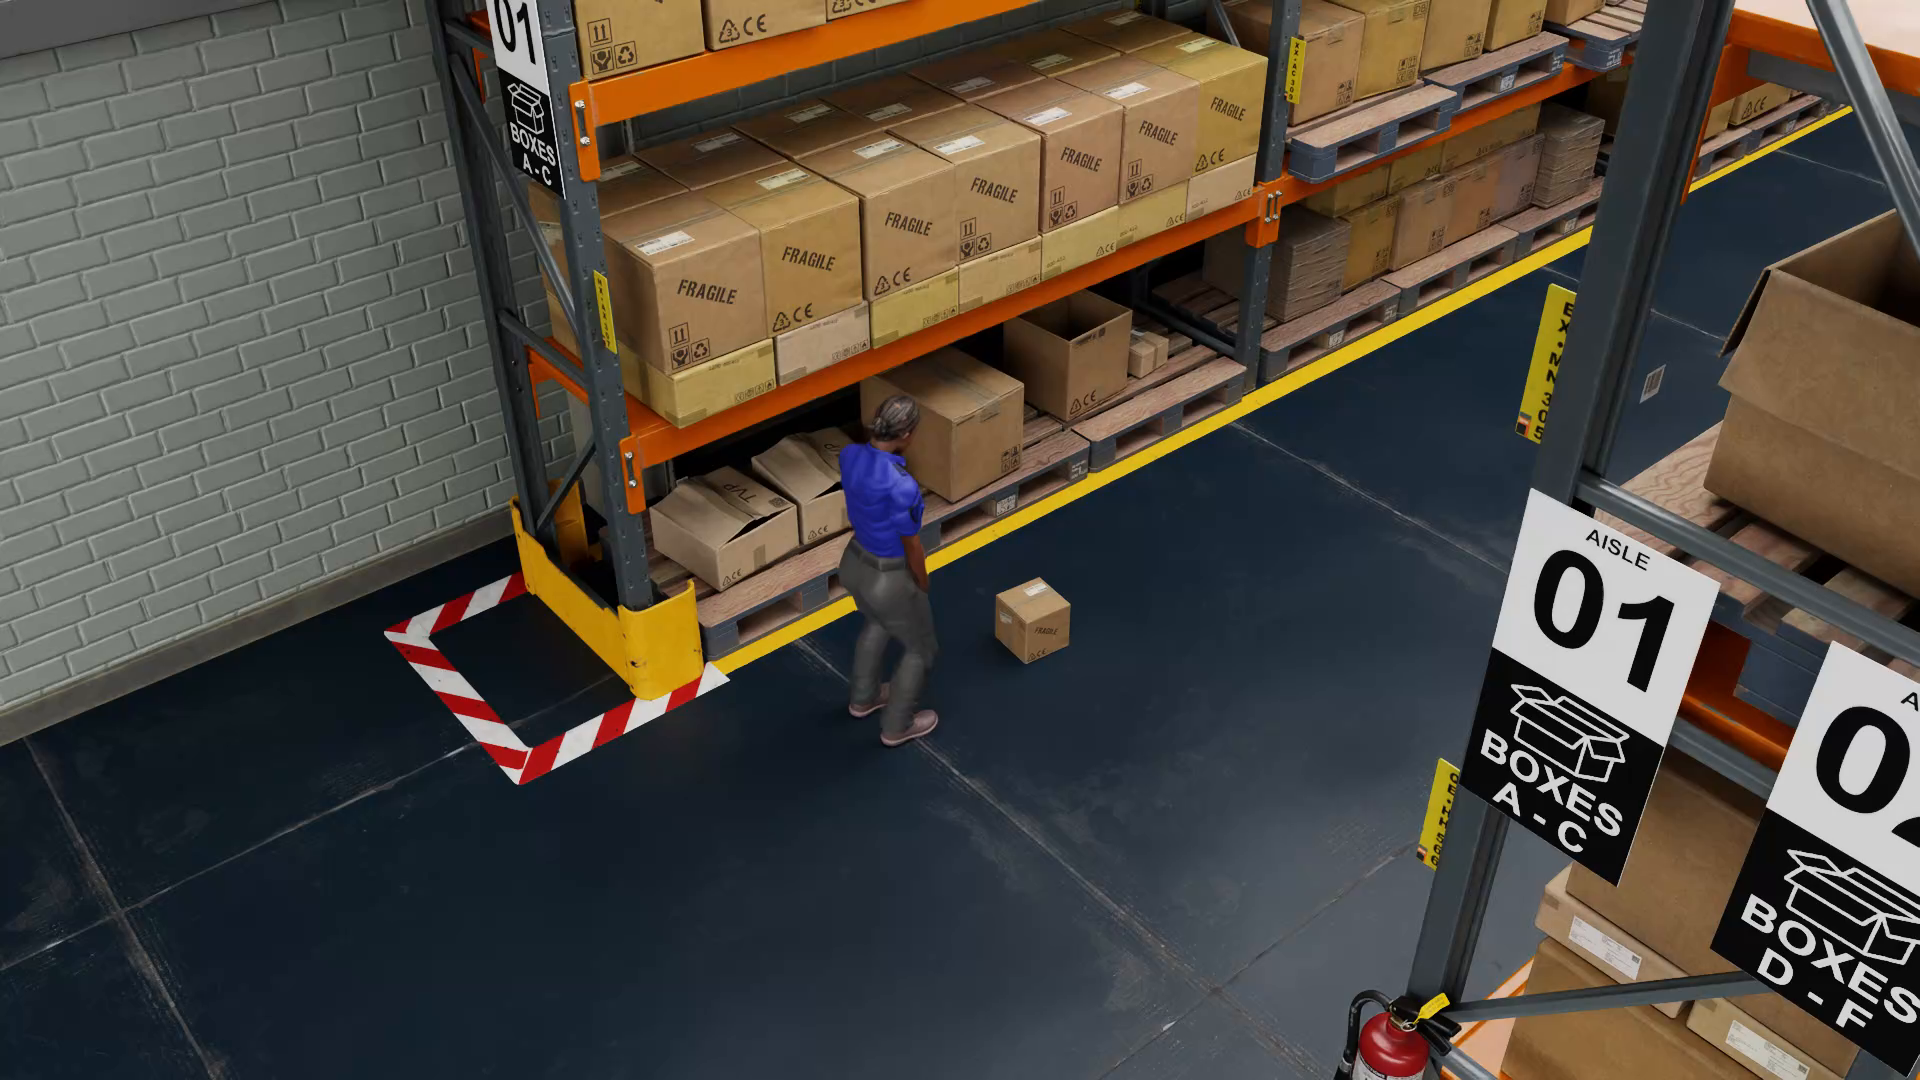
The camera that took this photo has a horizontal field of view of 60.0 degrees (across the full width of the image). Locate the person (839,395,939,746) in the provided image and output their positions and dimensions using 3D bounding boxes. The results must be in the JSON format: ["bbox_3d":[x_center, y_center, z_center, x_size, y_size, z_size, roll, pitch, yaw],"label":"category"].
[{"bbox_3d":[-0.315,0.129,6.956,0.375,1.610,0.457,-25,43,-30],"label":"person"}]
